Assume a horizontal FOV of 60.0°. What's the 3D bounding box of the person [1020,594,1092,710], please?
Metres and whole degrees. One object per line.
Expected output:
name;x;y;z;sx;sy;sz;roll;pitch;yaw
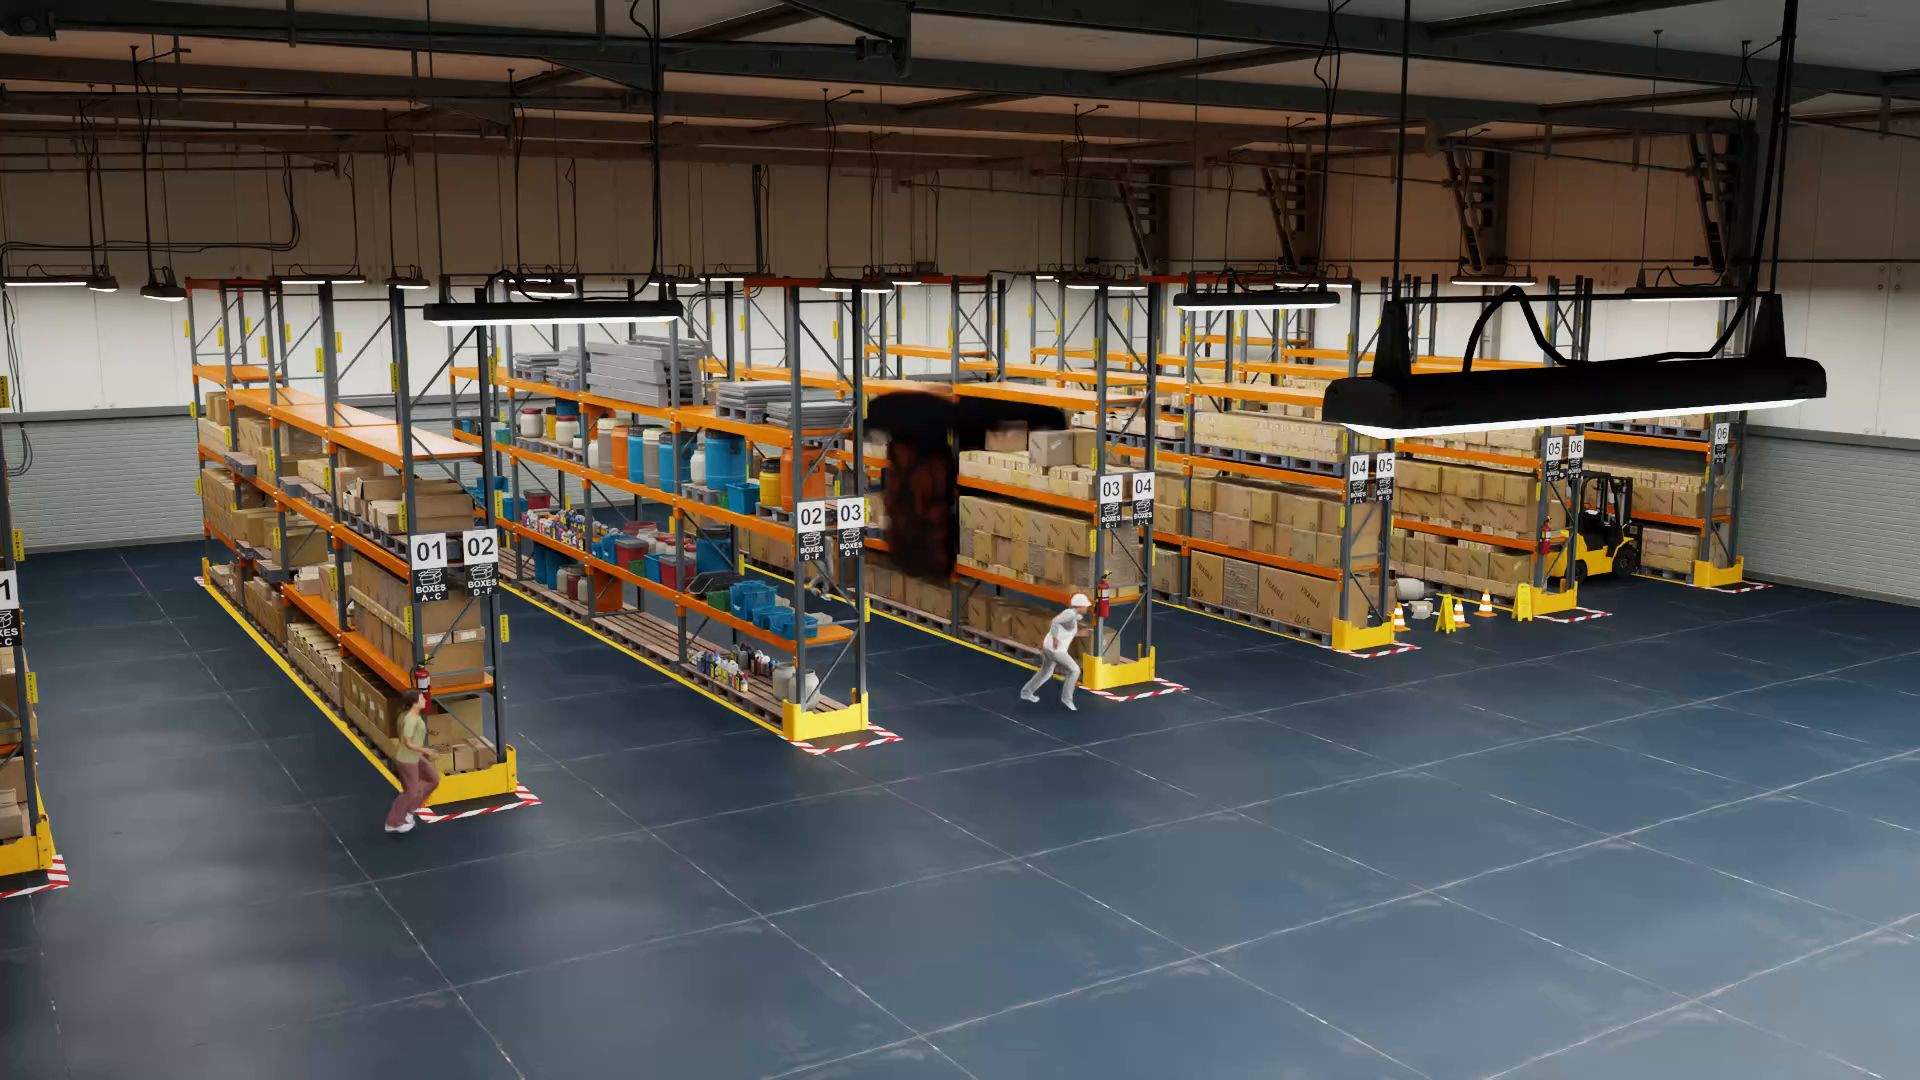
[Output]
person;1.357;1.606;23.615;1.012;1.720;0.697;1;10;6

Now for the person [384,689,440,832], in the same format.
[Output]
person;-6.127;2.450;18.552;0.642;1.613;0.535;-2;10;-13

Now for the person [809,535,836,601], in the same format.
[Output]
person;-2.487;0.300;29.931;0.518;1.545;0.576;-7;12;-37
